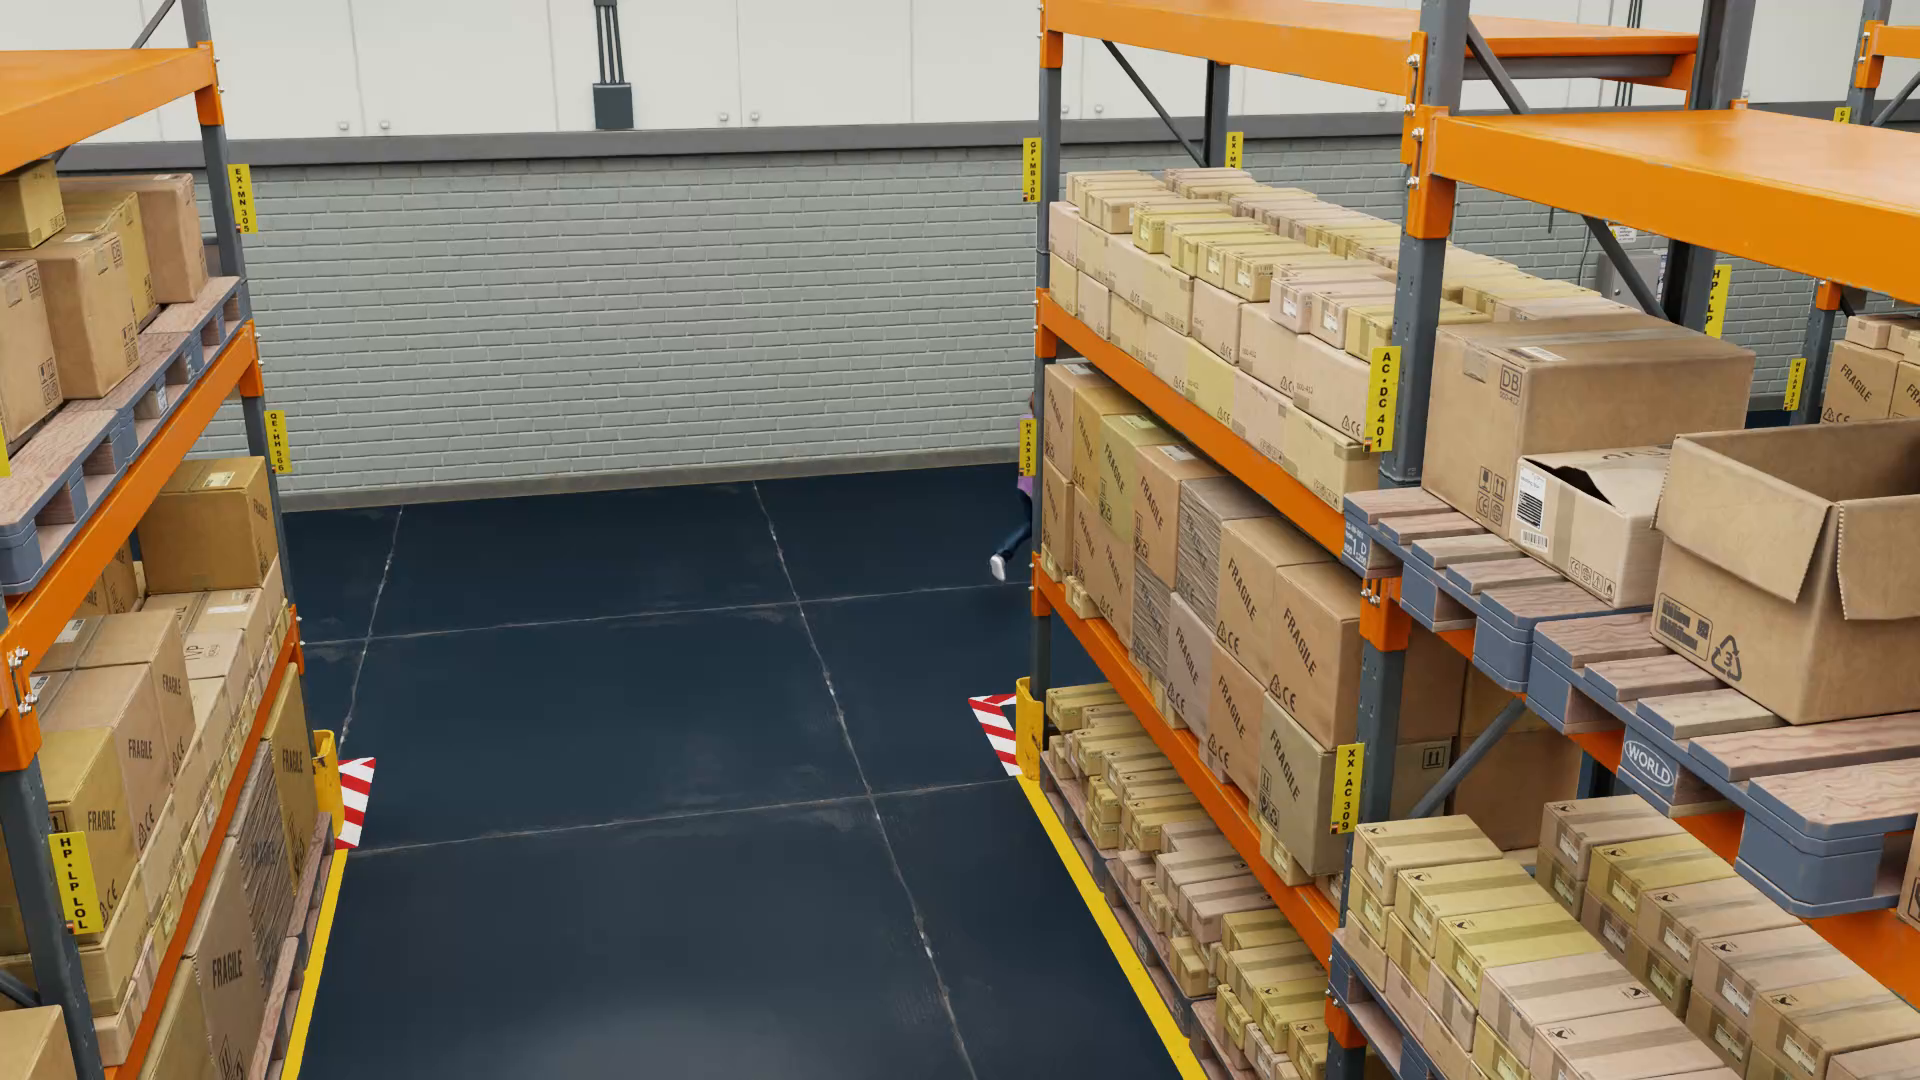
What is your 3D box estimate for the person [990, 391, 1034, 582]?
[{"bbox_3d":[0.557,-0.346,12.026,0.654,1.593,0.447,-15,25,-36],"label":"person"}]
